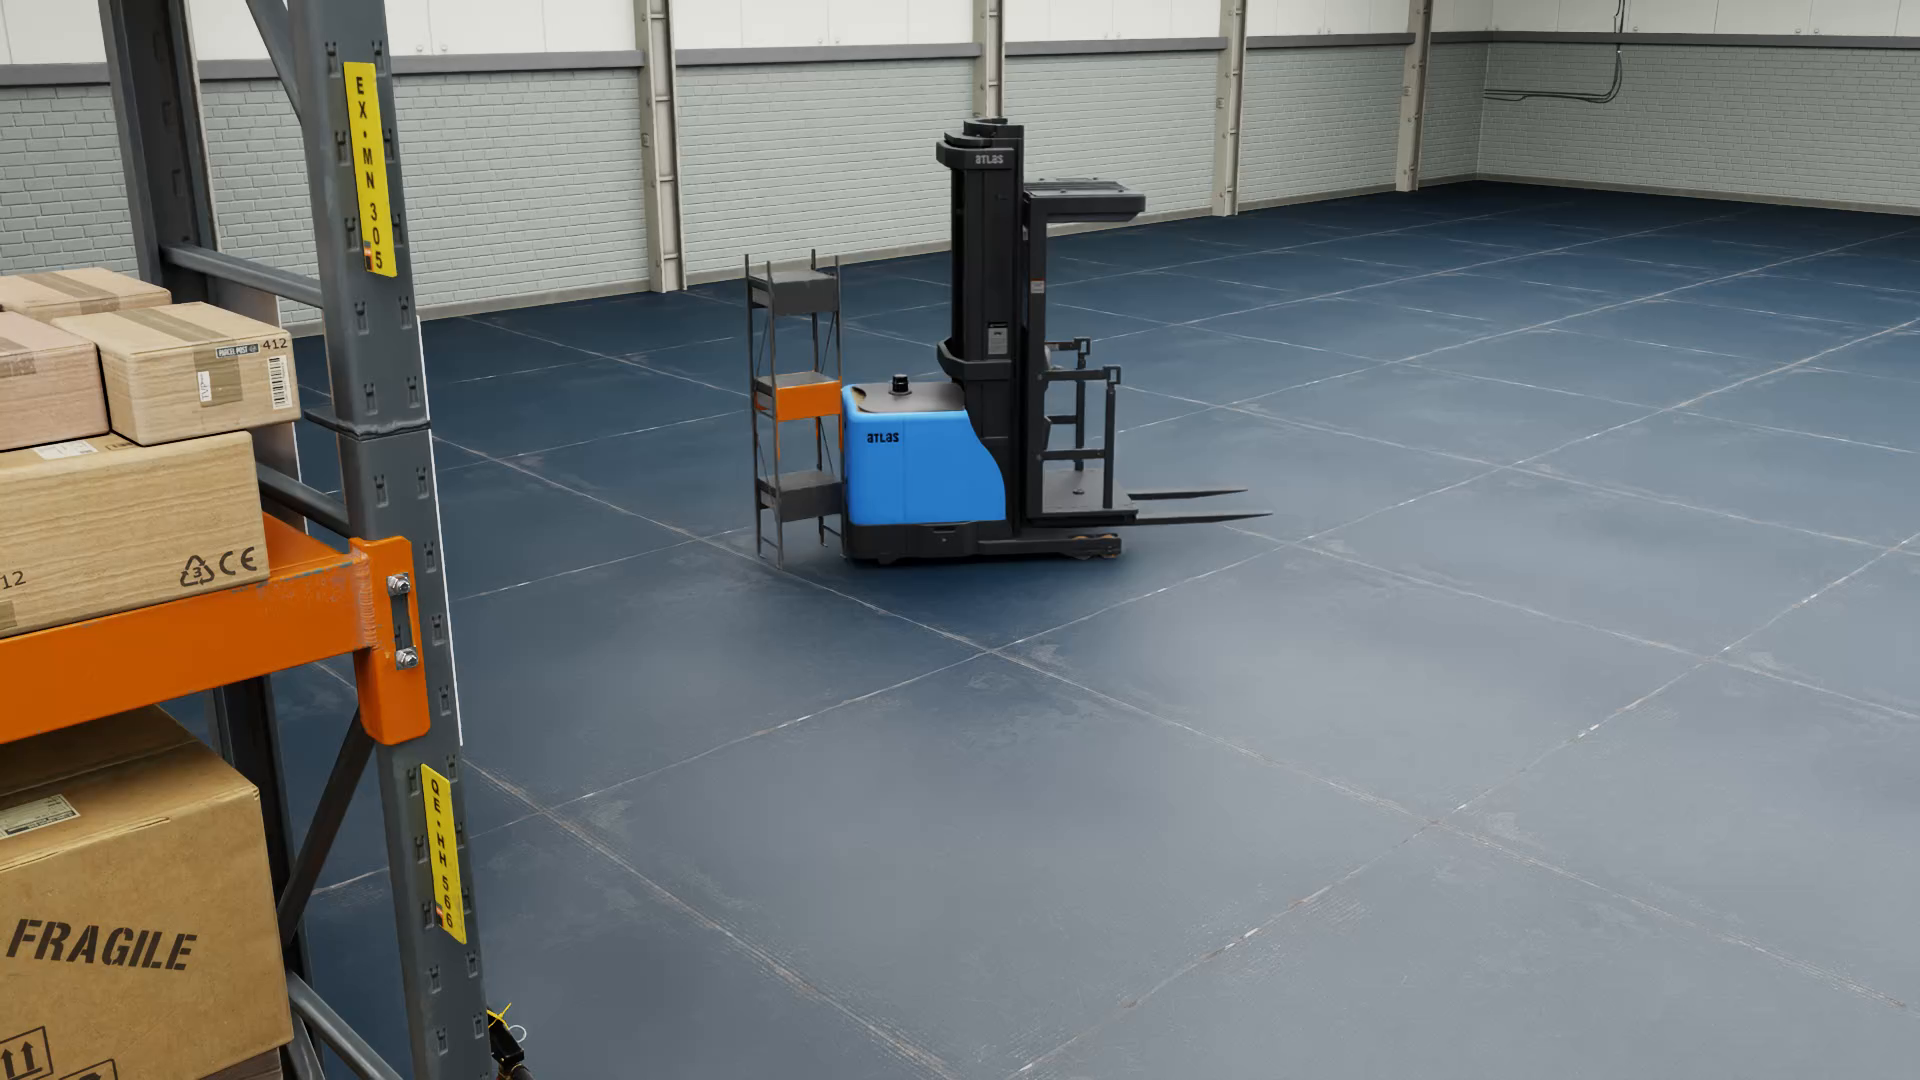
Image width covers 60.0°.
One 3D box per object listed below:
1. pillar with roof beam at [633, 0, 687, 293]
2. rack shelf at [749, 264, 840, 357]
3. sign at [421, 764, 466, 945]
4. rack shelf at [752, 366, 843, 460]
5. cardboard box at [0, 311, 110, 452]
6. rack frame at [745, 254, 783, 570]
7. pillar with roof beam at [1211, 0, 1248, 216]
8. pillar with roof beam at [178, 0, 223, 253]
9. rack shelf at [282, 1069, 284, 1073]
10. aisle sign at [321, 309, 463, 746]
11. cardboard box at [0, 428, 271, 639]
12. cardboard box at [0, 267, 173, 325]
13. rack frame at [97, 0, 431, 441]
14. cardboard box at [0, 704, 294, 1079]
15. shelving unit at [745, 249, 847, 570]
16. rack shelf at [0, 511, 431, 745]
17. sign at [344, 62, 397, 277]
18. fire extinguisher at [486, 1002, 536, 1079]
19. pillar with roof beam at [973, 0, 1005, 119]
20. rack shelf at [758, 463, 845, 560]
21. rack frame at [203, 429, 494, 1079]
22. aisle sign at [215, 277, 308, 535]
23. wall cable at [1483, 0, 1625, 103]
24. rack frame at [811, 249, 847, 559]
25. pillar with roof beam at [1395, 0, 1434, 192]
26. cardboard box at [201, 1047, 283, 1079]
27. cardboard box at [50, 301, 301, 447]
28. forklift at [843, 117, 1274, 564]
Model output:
[{"bbox_3d":[-0.964,-6.681,17.999,0.400,9.000,9.100,-16,24,-41],"label":"pillar with roof beam"},{"bbox_3d":[-1.111,-1.537,11.091,0.480,0.518,0.431,-10,20,-29],"label":"rack shelf"},{"bbox_3d":[-0.928,0.565,2.987,0.005,0.325,0.100,-16,24,-41],"label":"sign"},{"bbox_3d":[-1.108,-0.870,11.303,0.480,0.518,0.431,-10,20,-29],"label":"rack shelf"},{"bbox_3d":[-1.551,-0.250,2.624,0.380,0.149,0.250,17,25,42],"label":"cardboard box"},{"bbox_3d":[-1.319,-0.845,11.182,0.015,2.100,0.400,-10,20,-29],"label":"rack frame"},{"bbox_3d":[7.755,-9.223,25.842,0.400,9.000,9.100,-16,24,-41],"label":"pillar with roof beam"},{"bbox_3d":[-5.324,-5.409,14.078,0.400,9.000,9.100,-16,24,-41],"label":"pillar with roof beam"},{"bbox_3d":[-2.748,1.904,2.415,4.000,0.370,1.077,-16,24,-41],"label":"rack shelf"},{"bbox_3d":[-1.043,-0.045,3.044,0.004,0.787,0.394,-16,24,-41],"label":"aisle sign"},{"bbox_3d":[-1.470,-0.058,2.681,0.500,0.250,0.500,-16,24,-40],"label":"cardboard box"},{"bbox_3d":[-1.653,-0.401,3.090,0.250,0.149,0.380,-16,24,-41],"label":"cardboard box"},{"bbox_3d":[-1.294,-1.716,2.686,0.127,3.000,1.000,-16,24,-41],"label":"rack frame"},{"bbox_3d":[-1.524,0.645,2.866,0.500,0.500,0.500,-16,24,-41],"label":"cardboard box"},{"bbox_3d":[-1.108,-0.883,11.298,0.503,2.100,0.431,-10,20,-29],"label":"shelving unit"},{"bbox_3d":[-2.748,0.477,1.953,4.000,0.370,1.077,-16,24,-41],"label":"rack shelf"},{"bbox_3d":[-0.928,-0.581,2.615,0.005,0.325,0.100,-16,24,-41],"label":"sign"},{"bbox_3d":[-0.895,1.254,3.380,0.183,0.674,0.296,-16,24,-41],"label":"fire extinguisher"},{"bbox_3d":[3.396,-7.952,21.921,0.400,9.000,9.100,-16,24,-41],"label":"pillar with roof beam"},{"bbox_3d":[-1.106,-0.203,11.514,0.480,0.518,0.431,-10,20,-29],"label":"rack shelf"},{"bbox_3d":[-1.294,1.138,3.611,0.127,3.000,1.000,-16,24,-41],"label":"rack frame"},{"bbox_3d":[-1.455,-0.179,3.458,0.004,0.787,0.394,-16,24,-41],"label":"aisle sign"},{"bbox_3d":[12.206,-10.310,34.229,0.112,2.526,3.097,-16,24,-41],"label":"wall cable"},{"bbox_3d":[-0.897,-0.921,11.415,0.015,2.100,0.400,-10,20,-29],"label":"rack frame"},{"bbox_3d":[12.115,-10.495,29.763,0.400,9.000,9.100,-16,24,-41],"label":"pillar with roof beam"},{"bbox_3d":[-1.713,1.059,3.210,0.500,0.500,0.875,-16,24,-41],"label":"cardboard box"},{"bbox_3d":[-1.282,-0.278,2.713,0.250,0.149,0.380,-16,24,-41],"label":"cardboard box"},{"bbox_3d":[0.692,-1.413,11.590,3.031,2.935,1.130,-2,18,-7],"label":"forklift"}]
